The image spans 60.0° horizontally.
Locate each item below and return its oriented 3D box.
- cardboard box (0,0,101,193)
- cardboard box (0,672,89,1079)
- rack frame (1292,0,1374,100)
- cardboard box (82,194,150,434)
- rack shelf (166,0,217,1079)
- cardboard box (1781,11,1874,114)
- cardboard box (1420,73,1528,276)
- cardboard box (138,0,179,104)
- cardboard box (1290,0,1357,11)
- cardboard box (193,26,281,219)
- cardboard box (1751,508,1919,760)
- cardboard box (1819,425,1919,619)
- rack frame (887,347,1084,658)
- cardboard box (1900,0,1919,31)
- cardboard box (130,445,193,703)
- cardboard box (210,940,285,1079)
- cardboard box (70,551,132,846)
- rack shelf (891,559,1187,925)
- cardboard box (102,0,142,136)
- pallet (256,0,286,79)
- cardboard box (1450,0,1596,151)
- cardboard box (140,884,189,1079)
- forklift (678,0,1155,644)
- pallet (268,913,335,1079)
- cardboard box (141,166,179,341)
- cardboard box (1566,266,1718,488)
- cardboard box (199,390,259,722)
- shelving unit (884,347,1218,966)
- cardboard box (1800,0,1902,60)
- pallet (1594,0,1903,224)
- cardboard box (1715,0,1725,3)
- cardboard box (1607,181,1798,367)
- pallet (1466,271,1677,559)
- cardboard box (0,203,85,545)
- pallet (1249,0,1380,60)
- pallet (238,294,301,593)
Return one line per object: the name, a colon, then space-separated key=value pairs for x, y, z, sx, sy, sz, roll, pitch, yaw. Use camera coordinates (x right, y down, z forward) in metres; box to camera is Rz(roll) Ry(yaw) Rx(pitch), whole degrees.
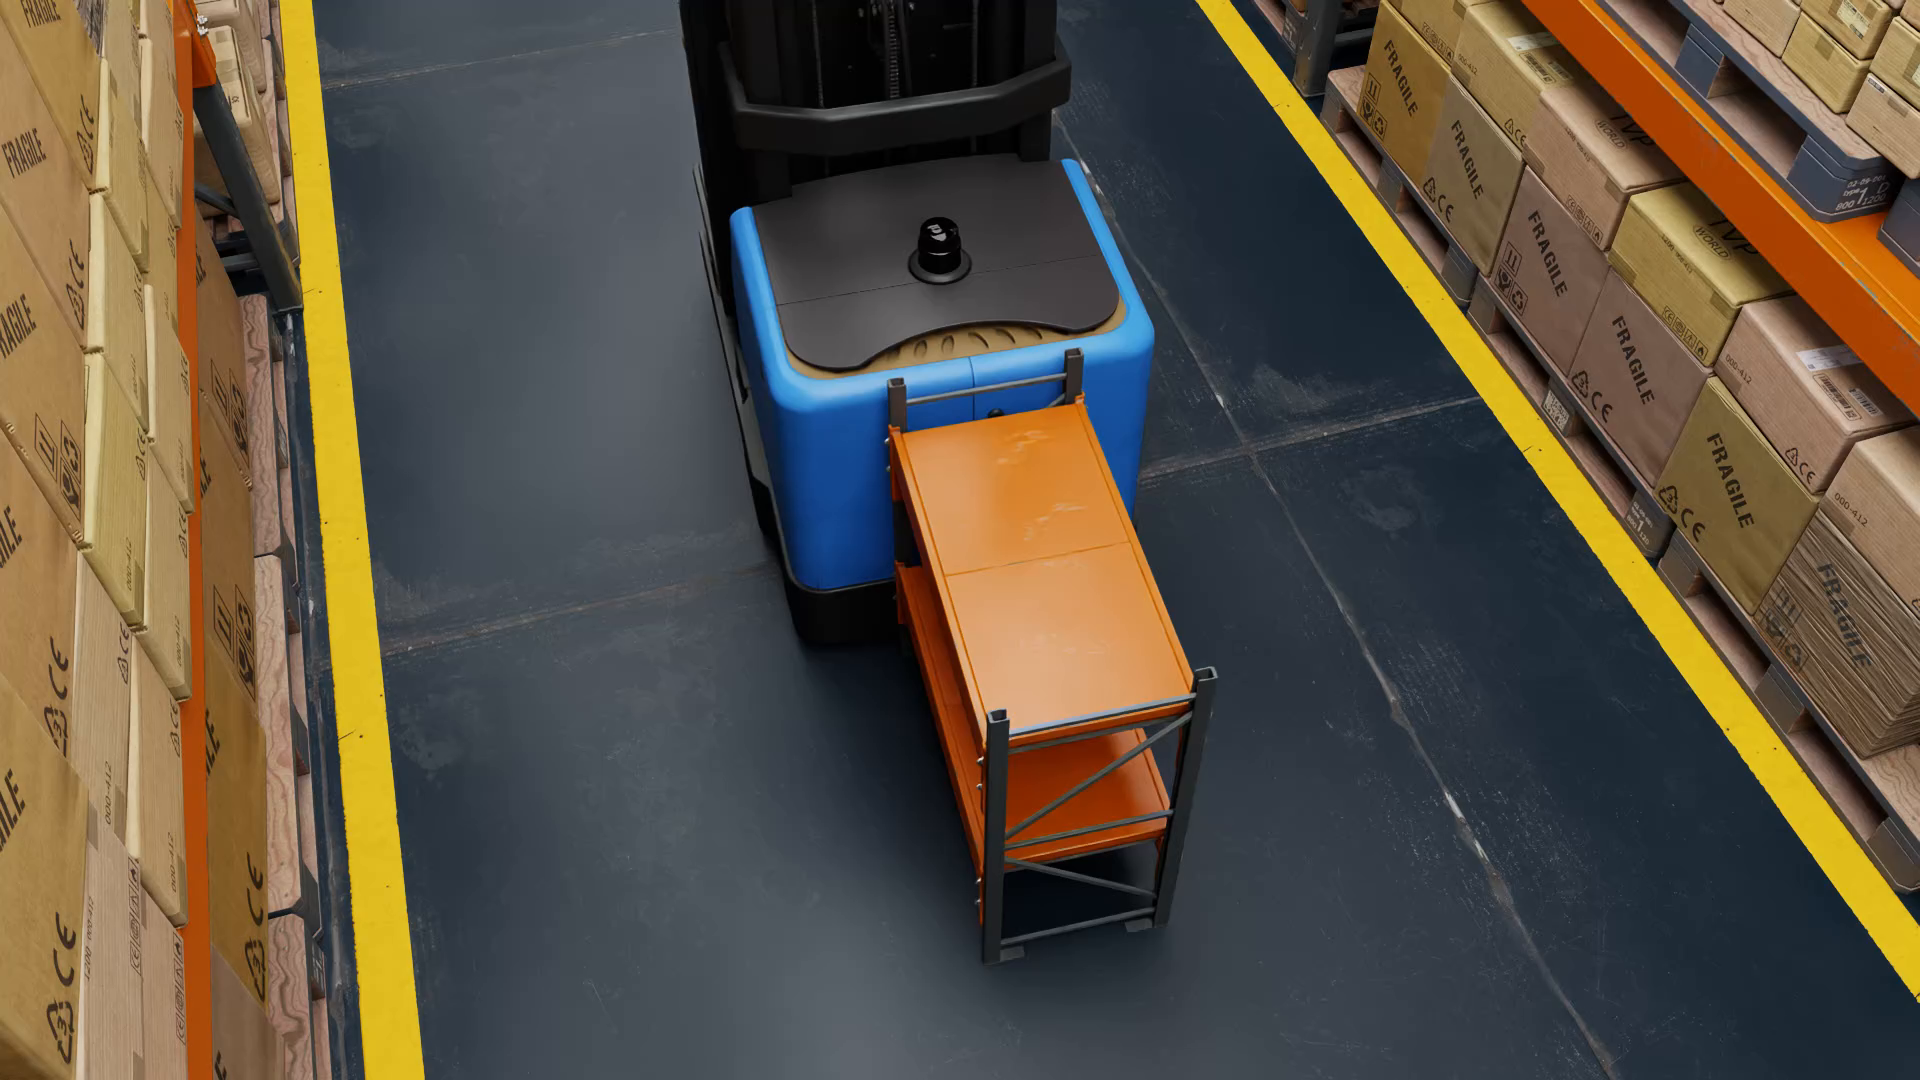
cardboard box: x=-2.137 y=-1.019 z=3.428 sx=0.500 sy=0.500 sz=0.500 roll=-13 pitch=51 yaw=-11
cardboard box: x=-1.512 y=0.460 z=2.181 sx=0.500 sy=0.500 sz=0.500 roll=-13 pitch=51 yaw=-11
rack frame: x=1.859 y=-2.913 z=5.744 sx=1.000 sy=3.000 sz=0.127 roll=-13 pitch=51 yaw=-11
cardboard box: x=-1.974 y=-0.415 z=3.409 sx=0.500 sy=0.250 sz=0.500 roll=-15 pitch=51 yaw=-12
rack shelf: x=-2.248 y=-0.028 z=3.782 sx=1.077 sy=0.370 sz=4.000 roll=-13 pitch=51 yaw=-11
cardboard box: x=2.347 y=-1.242 z=4.225 sx=0.380 sy=0.149 sz=0.250 roll=-11 pitch=51 yaw=-9
cardboard box: x=1.976 y=-1.302 z=5.746 sx=0.500 sy=0.500 sz=0.500 roll=-13 pitch=51 yaw=-11
cardboard box: x=-2.442 y=-1.361 z=4.534 sx=0.500 sy=0.250 sz=0.500 roll=-15 pitch=51 yaw=-12
cardboard box: x=1.765 y=-2.789 z=6.836 sx=1.050 sy=0.750 sz=0.750 roll=-14 pitch=51 yaw=-11
cardboard box: x=-2.997 y=-1.424 z=5.932 sx=0.950 sy=0.372 sz=0.625 roll=-16 pitch=52 yaw=-13
cardboard box: x=2.582 y=0.195 z=4.484 sx=0.500 sy=0.500 sz=0.500 roll=-14 pitch=51 yaw=-12
cardboard box: x=2.580 y=-0.050 z=4.200 sx=0.500 sy=0.250 sz=0.500 roll=-15 pitch=51 yaw=-12
rack frame: x=0.065 y=-0.068 z=4.571 sx=0.500 sy=1.125 sz=0.032 roll=-10 pitch=51 yaw=-9
cardboard box: x=2.435 y=-1.244 z=3.838 sx=0.380 sy=0.149 sz=0.250 roll=-15 pitch=51 yaw=-12
cardboard box: x=-1.826 y=0.113 z=3.291 sx=0.500 sy=0.250 sz=0.500 roll=-14 pitch=51 yaw=-11
cardboard box: x=-1.917 y=1.316 z=3.294 sx=0.875 sy=0.875 sz=0.875 roll=-12 pitch=51 yaw=-10
cardboard box: x=-1.699 y=0.329 z=2.782 sx=0.500 sy=0.250 sz=0.500 roll=-13 pitch=51 yaw=-10
rack shelf: x=0.184 y=0.468 z=4.440 sx=0.538 sy=0.278 sz=1.000 roll=-10 pitch=51 yaw=-9
cardboard box: x=-2.299 y=-1.163 z=4.040 sx=0.500 sy=0.250 sz=0.500 roll=-14 pitch=51 yaw=-12
pallet: x=-3.427 y=-2.282 z=7.036 sx=1.003 sy=0.211 sz=1.213 roll=-13 pitch=51 yaw=-11
cardboard box: x=1.982 y=-1.556 z=5.470 sx=0.500 sy=0.250 sz=0.500 roll=-14 pitch=51 yaw=-11
cardboard box: x=-1.535 y=0.868 z=2.654 sx=0.500 sy=0.250 sz=0.500 roll=-14 pitch=51 yaw=-12
forklift: x=-0.314 y=-1.795 z=4.846 sx=1.130 sy=2.935 sz=3.031 roll=-10 pitch=51 yaw=-9
pallet: x=-1.957 y=1.553 z=3.802 sx=1.003 sy=0.211 sz=1.213 roll=-13 pitch=51 yaw=-11
cardboard box: x=-2.143 y=-0.620 z=3.909 sx=0.500 sy=0.250 sz=0.500 roll=-14 pitch=51 yaw=-11
cardboard box: x=2.283 y=-0.556 z=5.117 sx=0.500 sy=0.500 sz=0.500 roll=-14 pitch=51 yaw=-12
cardboard box: x=-2.455 y=0.005 z=4.399 sx=0.875 sy=0.875 sz=0.875 roll=-13 pitch=51 yaw=-11
shelving unit: x=0.184 y=0.310 z=4.253 sx=0.538 sy=1.125 sz=1.048 roll=-10 pitch=51 yaw=-9
cardboard box: x=2.342 y=-1.350 z=4.121 sx=0.380 sy=0.149 sz=0.250 roll=-13 pitch=51 yaw=-11
pallet: x=2.483 y=-1.415 z=4.606 sx=1.003 sy=0.211 sz=1.213 roll=-13 pitch=51 yaw=-11
cardboard box: x=2.192 y=-1.627 z=4.550 sx=0.380 sy=0.149 sz=0.250 roll=-13 pitch=51 yaw=-10
cardboard box: x=2.271 y=-0.811 z=4.842 sx=0.500 sy=0.250 sz=0.500 roll=-15 pitch=52 yaw=-13
pallet: x=2.446 y=-0.554 z=5.579 sx=1.003 sy=0.211 sz=1.213 roll=-13 pitch=51 yaw=-11
cardboard box: x=-1.835 y=-0.272 z=2.798 sx=0.500 sy=0.500 sz=0.500 roll=-14 pitch=51 yaw=-12
pallet: x=1.698 y=-2.607 z=7.310 sx=1.003 sy=0.211 sz=1.213 roll=-13 pitch=51 yaw=-11
pallet: x=-2.679 y=-0.229 z=5.305 sx=1.003 sy=0.211 sz=1.213 roll=-13 pitch=51 yaw=-11
